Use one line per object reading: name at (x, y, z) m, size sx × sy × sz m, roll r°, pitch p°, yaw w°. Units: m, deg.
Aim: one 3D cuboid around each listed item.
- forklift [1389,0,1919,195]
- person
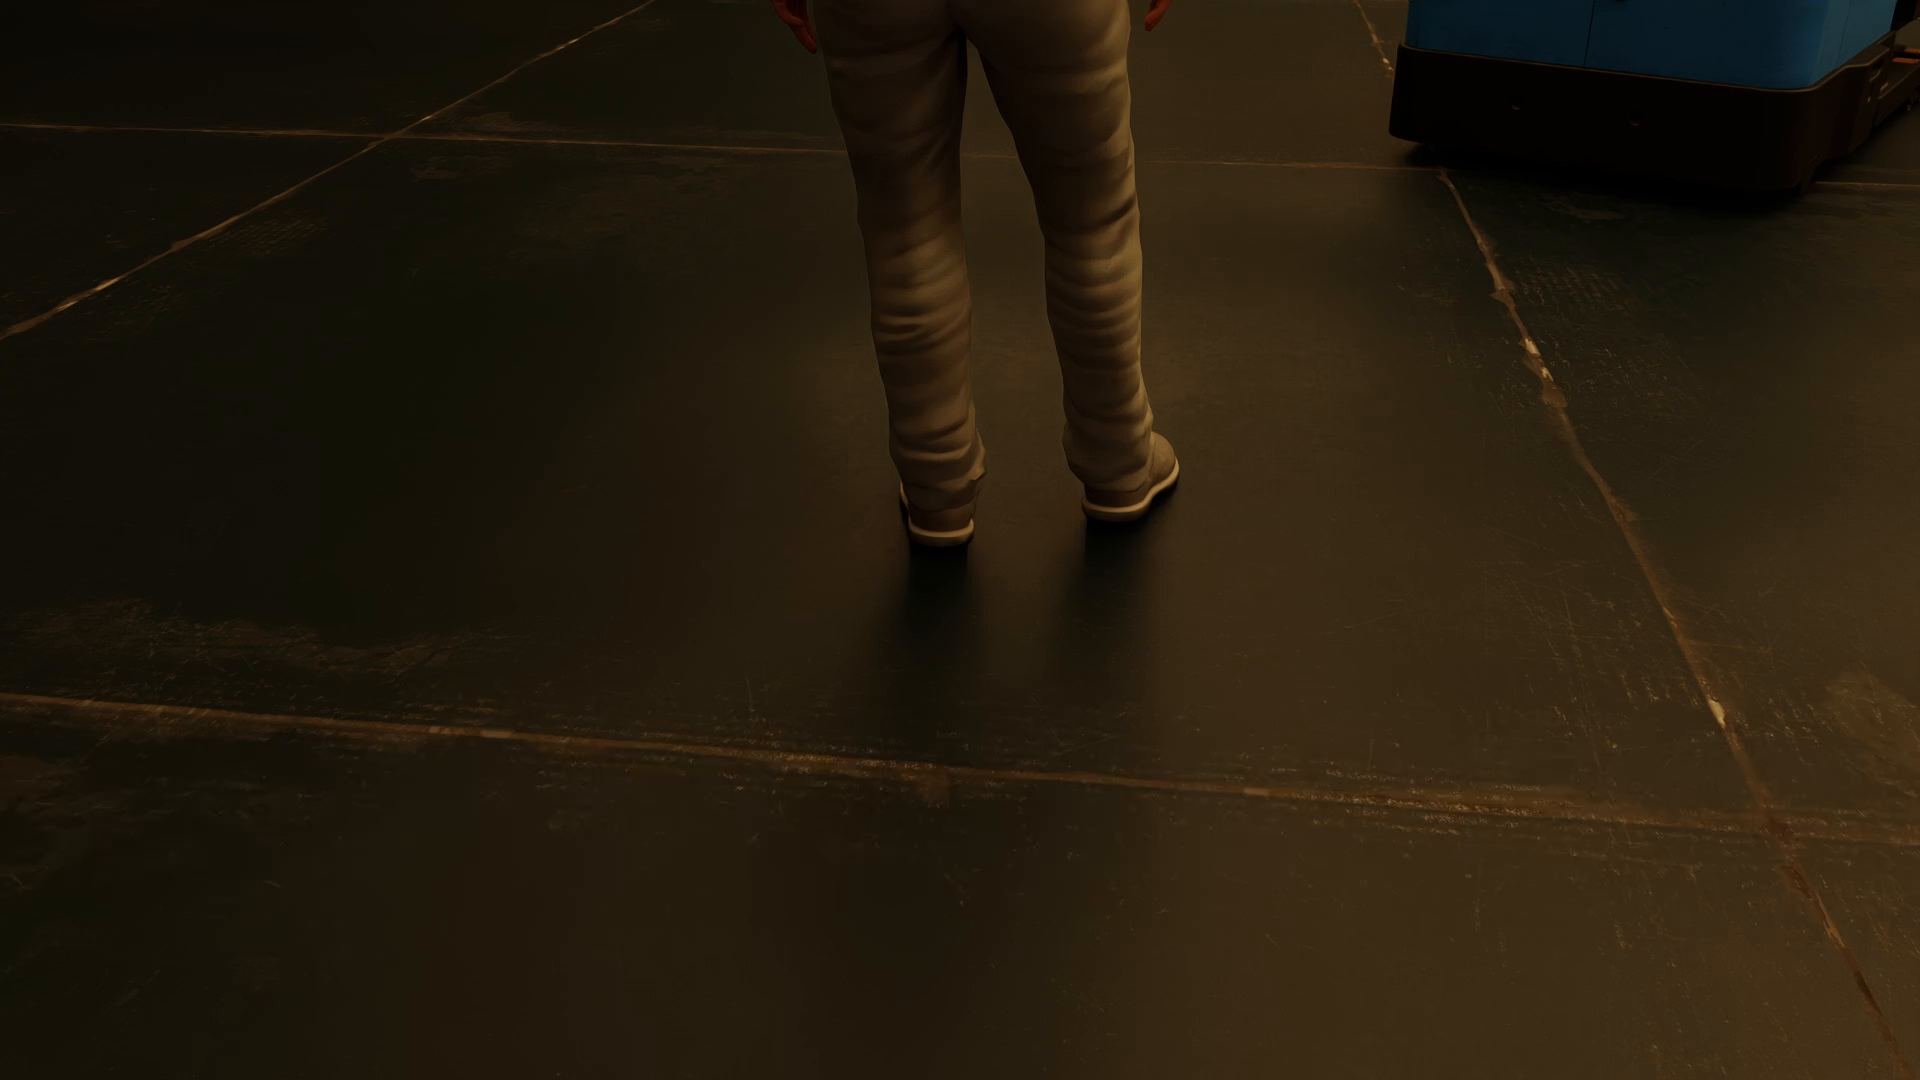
forklift at (2.466, -2.756, 4.742) m, size 1.130 × 2.935 × 3.031 m, roll 18°, pitch 32°, yaw 32°
person at (0.033, -0.786, 2.190) m, size 0.598 × 1.670 × 0.529 m, roll 3°, pitch 27°, yaw 7°
